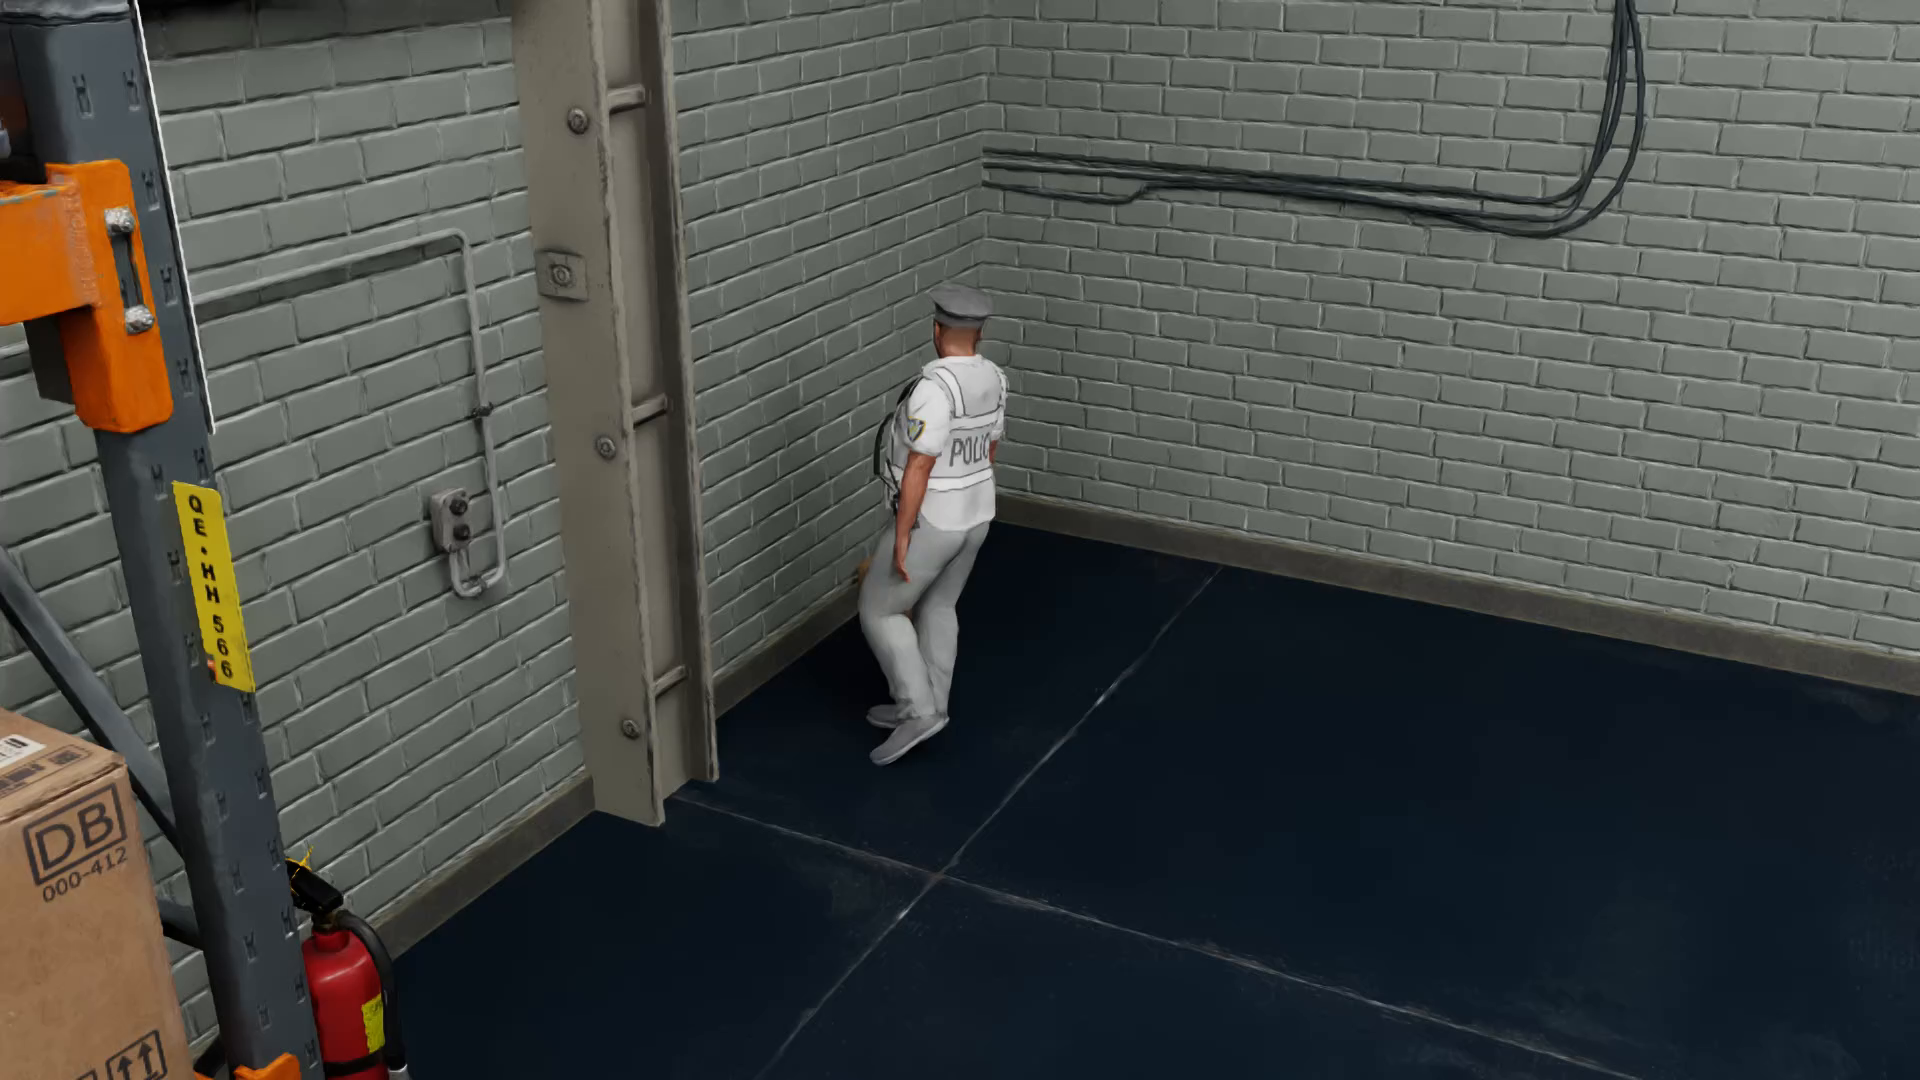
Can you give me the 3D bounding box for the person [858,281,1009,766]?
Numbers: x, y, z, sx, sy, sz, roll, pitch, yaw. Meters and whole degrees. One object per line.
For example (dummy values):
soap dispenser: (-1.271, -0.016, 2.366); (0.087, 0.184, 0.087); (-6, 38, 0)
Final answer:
person: (-0.136, -0.056, 6.251); (0.455, 1.768, 0.700); (13, 26, 29)
